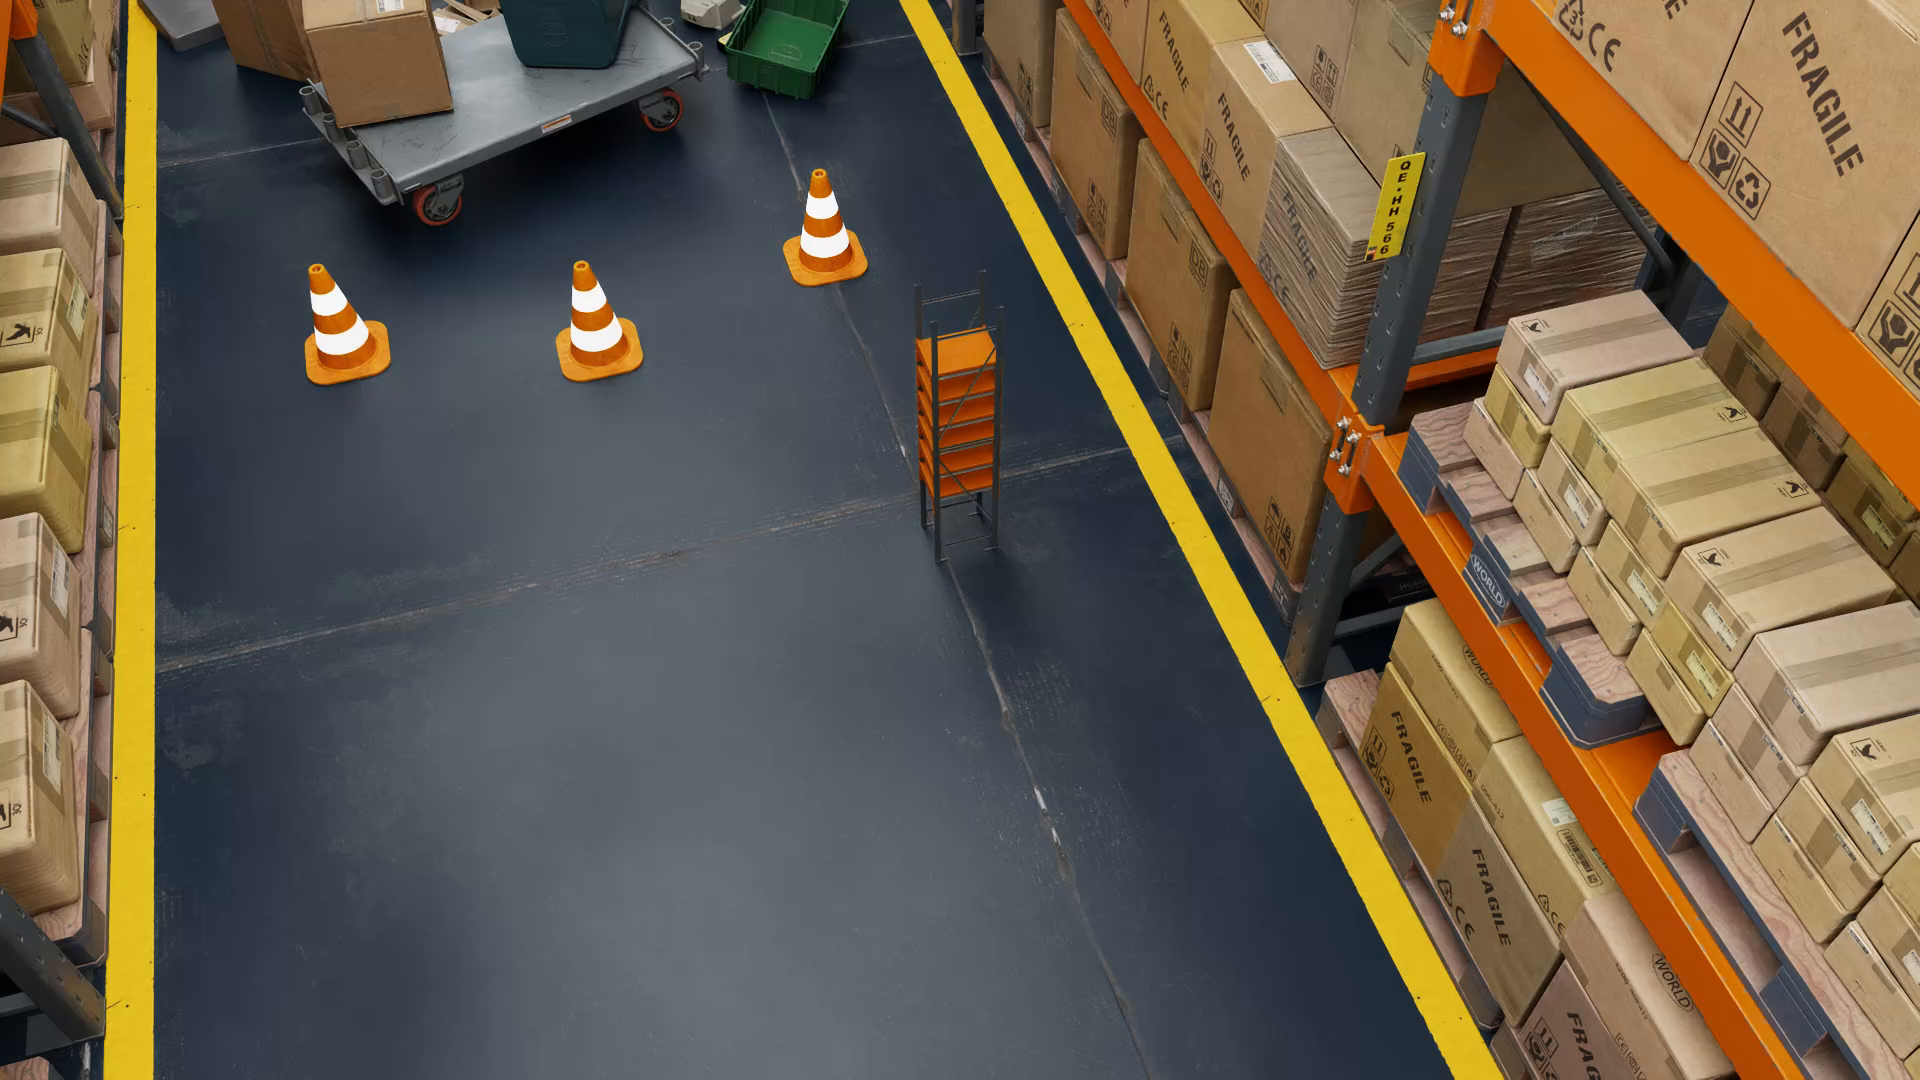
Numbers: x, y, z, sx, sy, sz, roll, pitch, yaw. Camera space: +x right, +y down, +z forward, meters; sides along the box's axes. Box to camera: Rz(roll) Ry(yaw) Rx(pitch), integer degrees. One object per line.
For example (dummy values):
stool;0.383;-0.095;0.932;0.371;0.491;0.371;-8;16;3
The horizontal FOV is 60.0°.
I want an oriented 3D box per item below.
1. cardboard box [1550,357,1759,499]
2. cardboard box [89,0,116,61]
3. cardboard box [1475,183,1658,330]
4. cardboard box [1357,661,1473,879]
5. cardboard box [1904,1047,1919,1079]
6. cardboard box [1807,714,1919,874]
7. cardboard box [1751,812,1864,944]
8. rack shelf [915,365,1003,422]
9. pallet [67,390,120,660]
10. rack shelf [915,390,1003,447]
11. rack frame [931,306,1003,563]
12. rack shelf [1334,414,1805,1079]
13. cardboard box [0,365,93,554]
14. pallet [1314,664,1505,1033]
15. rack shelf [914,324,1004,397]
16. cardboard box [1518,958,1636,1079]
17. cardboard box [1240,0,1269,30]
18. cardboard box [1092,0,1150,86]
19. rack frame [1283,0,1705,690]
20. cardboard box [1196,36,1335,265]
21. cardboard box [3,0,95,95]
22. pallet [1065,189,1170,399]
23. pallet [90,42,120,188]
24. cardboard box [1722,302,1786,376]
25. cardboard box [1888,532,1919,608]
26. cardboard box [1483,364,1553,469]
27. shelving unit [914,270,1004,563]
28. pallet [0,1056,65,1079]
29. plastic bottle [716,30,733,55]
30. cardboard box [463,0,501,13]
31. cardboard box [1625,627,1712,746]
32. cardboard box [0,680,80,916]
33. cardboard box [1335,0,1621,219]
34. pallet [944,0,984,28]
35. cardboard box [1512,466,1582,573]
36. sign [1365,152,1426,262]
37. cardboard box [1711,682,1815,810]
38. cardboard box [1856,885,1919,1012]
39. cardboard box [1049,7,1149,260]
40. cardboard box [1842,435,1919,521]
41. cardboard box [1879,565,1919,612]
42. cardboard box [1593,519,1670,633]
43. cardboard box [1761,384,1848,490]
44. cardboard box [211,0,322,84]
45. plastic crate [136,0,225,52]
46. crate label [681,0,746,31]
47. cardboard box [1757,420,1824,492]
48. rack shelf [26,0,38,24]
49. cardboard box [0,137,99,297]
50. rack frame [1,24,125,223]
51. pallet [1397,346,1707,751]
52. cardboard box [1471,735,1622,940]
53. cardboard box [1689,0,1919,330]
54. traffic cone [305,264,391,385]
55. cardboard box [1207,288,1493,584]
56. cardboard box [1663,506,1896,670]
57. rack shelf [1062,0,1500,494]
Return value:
cardboard box;1.672;-0.270;4.016;0.380;0.149;0.250;-15;51;-12
cardboard box;-4.329;-2.458;7.884;0.500;0.250;0.500;-11;51;-9
cardboard box;1.763;-1.022;5.084;0.500;0.500;0.500;-13;51;-11
cardboard box;1.604;0.644;5.106;0.500;0.500;0.500;-15;52;-13
cardboard box;2.126;1.070;3.275;0.380;0.149;0.250;-11;51;-9
cardboard box;1.980;0.494;3.372;0.380;0.149;0.250;-12;51;-10
cardboard box;1.972;0.685;3.600;0.380;0.149;0.250;-13;51;-10
rack shelf;-0.004;-0.523;5.651;0.258;0.103;0.180;-13;51;-11
pallet;-3.647;0.031;6.086;1.003;0.211;1.213;-13;51;-11
rack shelf;-0.004;-0.446;5.742;0.258;0.103;0.180;-13;51;-11
rack frame;0.023;-0.330;5.744;0.240;1.200;0.006;-13;51;-11
rack shelf;2.230;1.092;3.838;1.077;0.370;4.000;-13;51;-11
cardboard box;-3.663;-0.203;5.904;0.950;0.372;0.625;-12;51;-10
pallet;1.868;0.869;5.379;1.003;0.211;1.213;-13;51;-11
rack shelf;-0.004;-0.601;5.559;0.258;0.103;0.180;-13;51;-11
cardboard box;1.912;1.384;4.481;0.500;0.500;0.500;-14;51;-12
cardboard box;1.210;-2.029;5.279;0.700;0.500;0.500;-14;51;-12
cardboard box;0.799;-2.004;5.912;0.500;0.500;0.500;-13;51;-10
rack frame;1.638;-0.601;4.795;1.000;3.000;0.127;-13;51;-11
cardboard box;1.102;-1.266;5.290;0.500;0.500;0.500;-13;51;-11
cardboard box;-4.160;-2.312;7.270;0.500;0.500;0.500;-11;51;-9
pallet;1.120;-1.184;7.110;1.003;0.211;1.213;-13;51;-11
pallet;-4.476;-1.913;7.725;1.003;0.211;1.213;-13;51;-11
cardboard box;2.221;-0.593;4.288;0.380;0.149;0.250;-15;52;-12
cardboard box;2.454;0.076;3.919;0.380;0.149;0.250;-13;51;-11
cardboard box;1.589;-0.353;4.281;0.380;0.149;0.250;-11;51;-9
shelving unit;-0.004;-0.397;5.800;0.258;1.200;0.189;-13;51;-11
pallet;-2.900;2.084;4.355;1.003;0.211;1.213;-13;51;-11
plastic bottle;-1.068;-2.436;8.263;0.283;0.061;0.133;35;58;26
cardboard box;-2.204;-3.098;8.444;0.797;0.637;0.503;-13;51;-11
cardboard box;1.818;0.307;3.919;0.380;0.149;0.250;-11;51;-9
cardboard box;-3.218;0.889;4.983;0.950;0.372;0.625;-16;52;-13
cardboard box;1.515;-1.285;4.652;0.700;0.500;0.500;-14;51;-11
pallet;0.305;-3.196;8.807;1.003;0.211;1.213;-13;51;-11
cardboard box;1.657;-0.087;4.251;0.380;0.149;0.250;-11;51;-9
sign;1.109;-0.846;4.244;0.100;0.325;0.005;-13;51;-11
cardboard box;1.901;0.406;3.641;0.380;0.149;0.250;-13;51;-11
cardboard box;2.055;0.784;3.322;0.380;0.149;0.250;-12;51;-10
cardboard box;1.006;-1.794;6.997;1.050;0.750;0.750;-13;51;-11
cardboard box;2.371;-0.217;3.972;0.380;0.149;0.250;-12;51;-10
cardboard box;2.441;0.154;4.048;0.380;0.149;0.250;-14;51;-11
cardboard box;1.753;0.039;3.950;0.380;0.149;0.250;-15;51;-12
cardboard box;2.300;-0.299;4.235;0.380;0.149;0.250;-12;51;-10
cardboard box;-3.261;-2.615;8.126;0.500;0.500;0.500;18;52;14
plastic crate;-3.925;-2.720;8.491;0.402;0.080;0.583;-30;56;-23
crate label;-1.273;-2.726;8.458;0.250;0.136;0.298;26;55;20
cardboard box;2.295;-0.217;4.361;0.380;0.149;0.250;-13;51;-11
rack shelf;-4.835;-3.558;7.758;1.077;0.370;4.000;-13;51;-11
cardboard box;-4.086;-1.235;6.773;0.950;0.372;0.625;-13;51;-11
rack frame;-4.244;-2.329;6.252;1.000;3.000;0.127;-13;51;-11
pallet;1.951;-0.042;4.449;1.213;0.211;1.003;-13;51;-11
cardboard box;1.761;0.757;4.520;0.500;0.250;0.500;-14;51;-11
cardboard box;1.707;-0.759;2.901;0.500;0.500;0.500;-13;51;-11
traffic cone;-2.539;-0.922;6.725;0.336;0.463;0.334;-13;51;-11
cardboard box;1.544;-0.476;5.886;1.050;0.750;0.750;-14;51;-11
cardboard box;1.818;0.104;3.701;0.380;0.149;0.250;-15;52;-12
rack shelf;1.047;-1.830;6.301;1.077;0.370;4.000;-13;51;-11
